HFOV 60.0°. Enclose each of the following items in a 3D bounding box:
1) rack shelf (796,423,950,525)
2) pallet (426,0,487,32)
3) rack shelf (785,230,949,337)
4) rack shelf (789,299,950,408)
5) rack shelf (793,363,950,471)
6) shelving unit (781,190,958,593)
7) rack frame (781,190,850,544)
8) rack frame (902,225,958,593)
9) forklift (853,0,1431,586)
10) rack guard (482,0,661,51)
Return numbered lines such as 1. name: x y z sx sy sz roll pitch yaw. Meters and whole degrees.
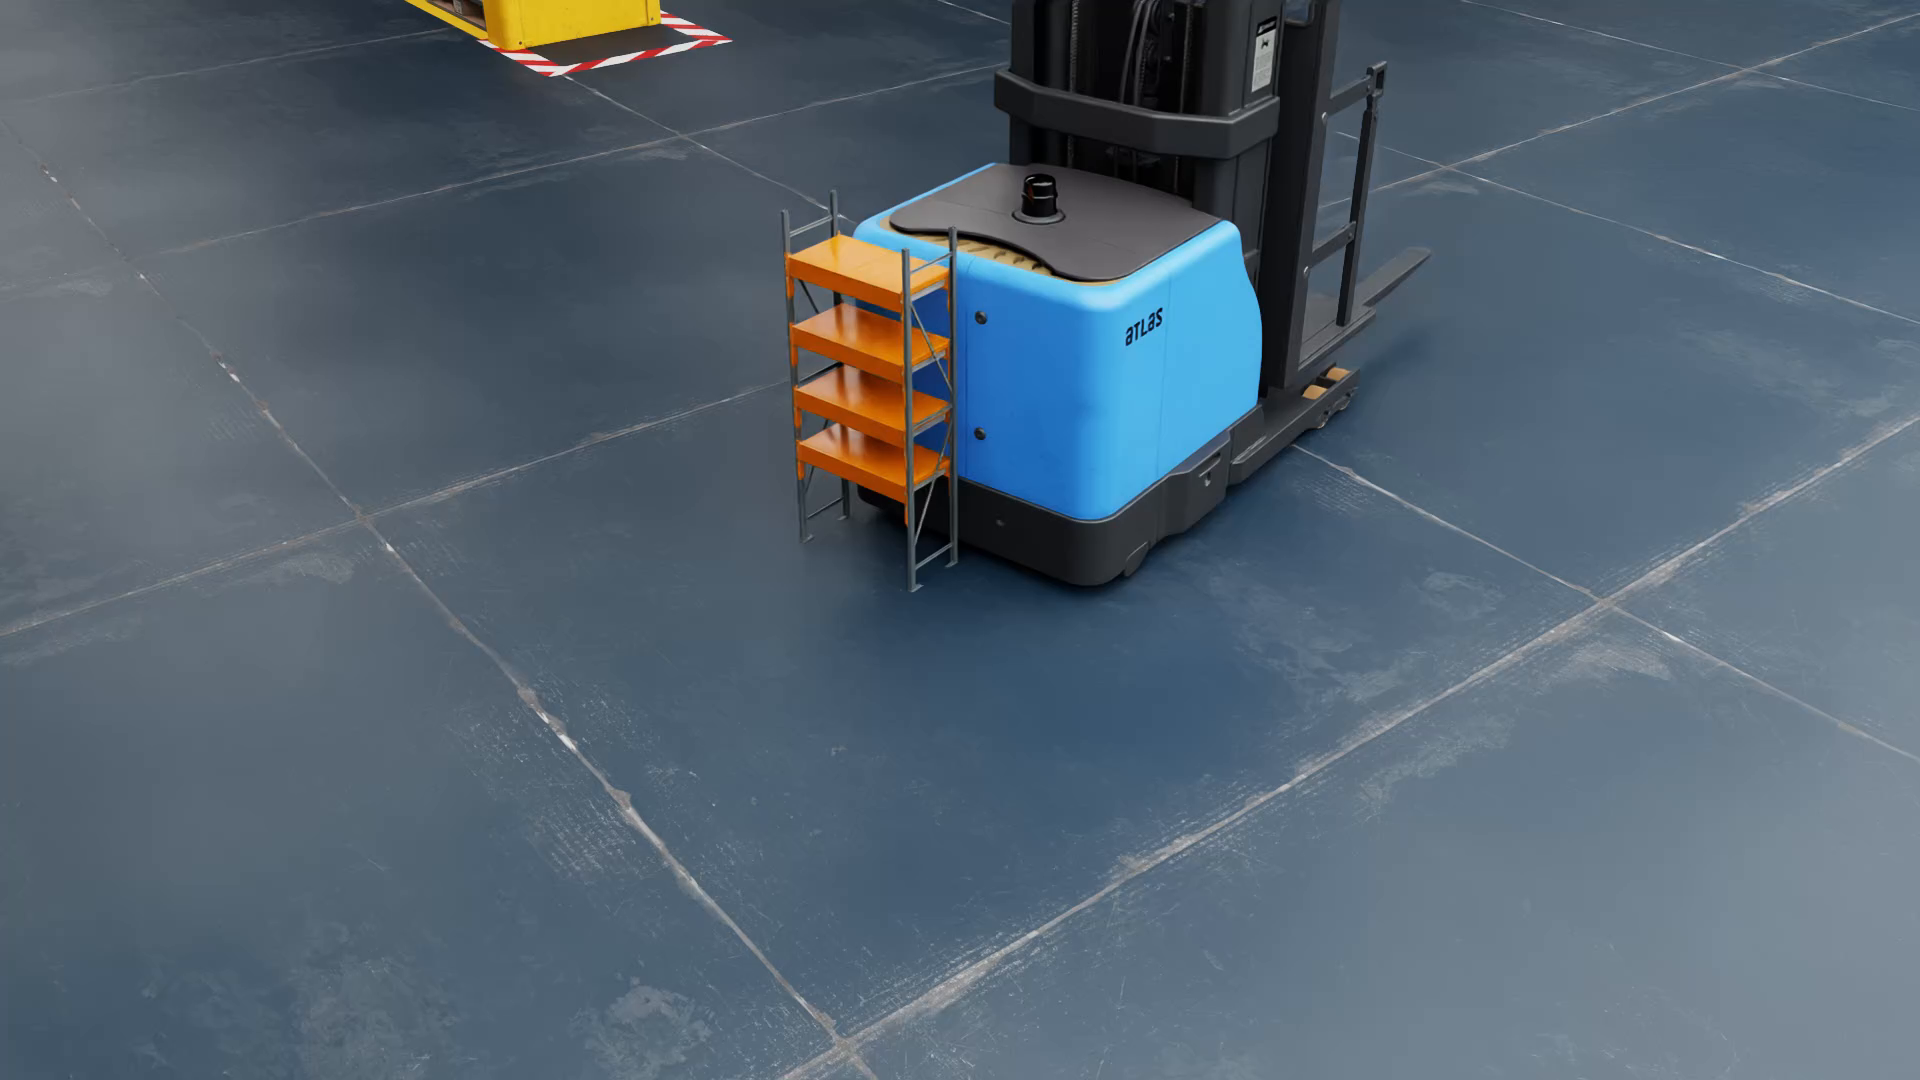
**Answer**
1. rack shelf: -0.279 -0.240 5.503 0.480 0.148 0.258 23 39 32
2. pallet: -3.106 -3.894 11.819 1.003 0.211 1.213 -22 38 -31
3. rack shelf: -0.280 -0.800 5.155 0.480 0.148 0.258 23 39 32
4. rack shelf: -0.279 -0.599 5.280 0.480 0.148 0.258 23 39 32
5. rack shelf: -0.279 -0.409 5.398 0.480 0.148 0.258 23 39 32
6. shelving unit: -0.279 -0.466 5.363 0.503 1.200 0.258 23 39 32
7. rack frame: -0.470 -0.547 5.492 0.015 1.200 0.240 23 39 32
8. rack frame: -0.089 -0.385 5.233 0.015 1.200 0.240 23 39 32
9. forklift: 0.923 -1.817 5.897 1.130 2.935 3.031 22 38 31
10. rack guard: -2.612 -3.676 11.195 1.175 0.500 0.348 -22 38 -31
